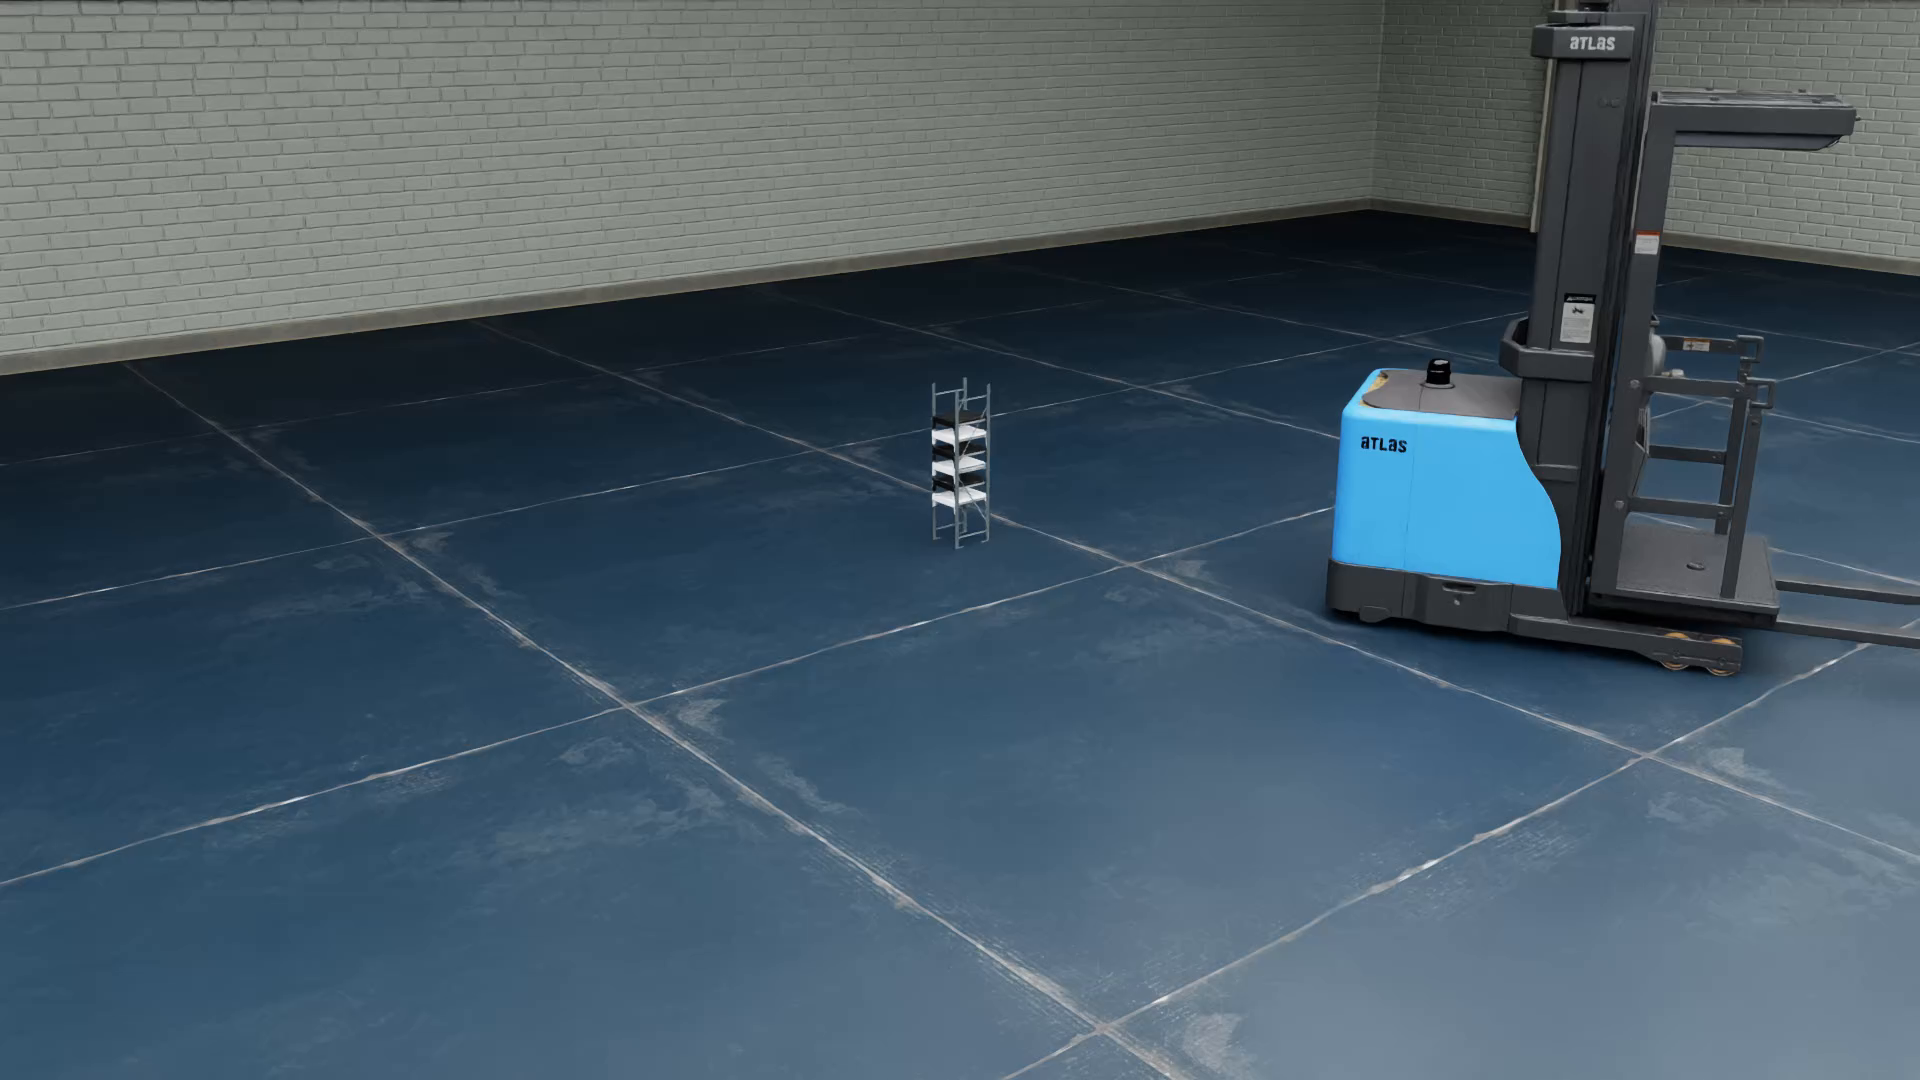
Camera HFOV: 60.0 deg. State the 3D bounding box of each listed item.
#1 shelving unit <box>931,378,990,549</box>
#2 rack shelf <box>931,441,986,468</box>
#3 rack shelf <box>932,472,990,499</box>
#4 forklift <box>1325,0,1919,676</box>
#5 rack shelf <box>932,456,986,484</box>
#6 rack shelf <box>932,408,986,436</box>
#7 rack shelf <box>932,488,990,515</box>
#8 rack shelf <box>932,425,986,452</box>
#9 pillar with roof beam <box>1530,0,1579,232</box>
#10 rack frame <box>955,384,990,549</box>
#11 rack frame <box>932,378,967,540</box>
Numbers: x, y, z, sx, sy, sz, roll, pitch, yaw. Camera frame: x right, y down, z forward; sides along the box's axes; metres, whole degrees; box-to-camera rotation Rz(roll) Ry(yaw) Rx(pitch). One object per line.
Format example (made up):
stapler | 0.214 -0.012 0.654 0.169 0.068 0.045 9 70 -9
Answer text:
shelving unit | 0.005 -0.425 9.215 0.258 0.900 0.210 -14 23 -36
rack shelf | 0.005 -0.479 9.197 0.258 0.077 0.200 -14 23 -36
rack shelf | 0.005 -0.308 9.254 0.258 0.077 0.200 -14 23 -36
forklift | 3.370 -0.967 7.619 3.031 2.935 1.130 7 20 21
rack shelf | 0.005 -0.394 9.225 0.258 0.077 0.200 -14 23 -36
rack shelf | 0.005 -0.650 9.141 0.258 0.077 0.200 -14 23 -36
rack shelf | 0.005 -0.223 9.282 0.258 0.077 0.200 -14 23 -36
rack shelf | 0.005 -0.564 9.169 0.258 0.077 0.200 -14 23 -36
pillar with roof beam | 4.147 -7.349 17.240 9.100 9.000 0.400 -14 23 -36
rack frame | 0.068 -0.400 9.139 0.240 0.900 0.006 -14 23 -36
rack frame | -0.058 -0.450 9.291 0.240 0.900 0.006 -14 23 -36
